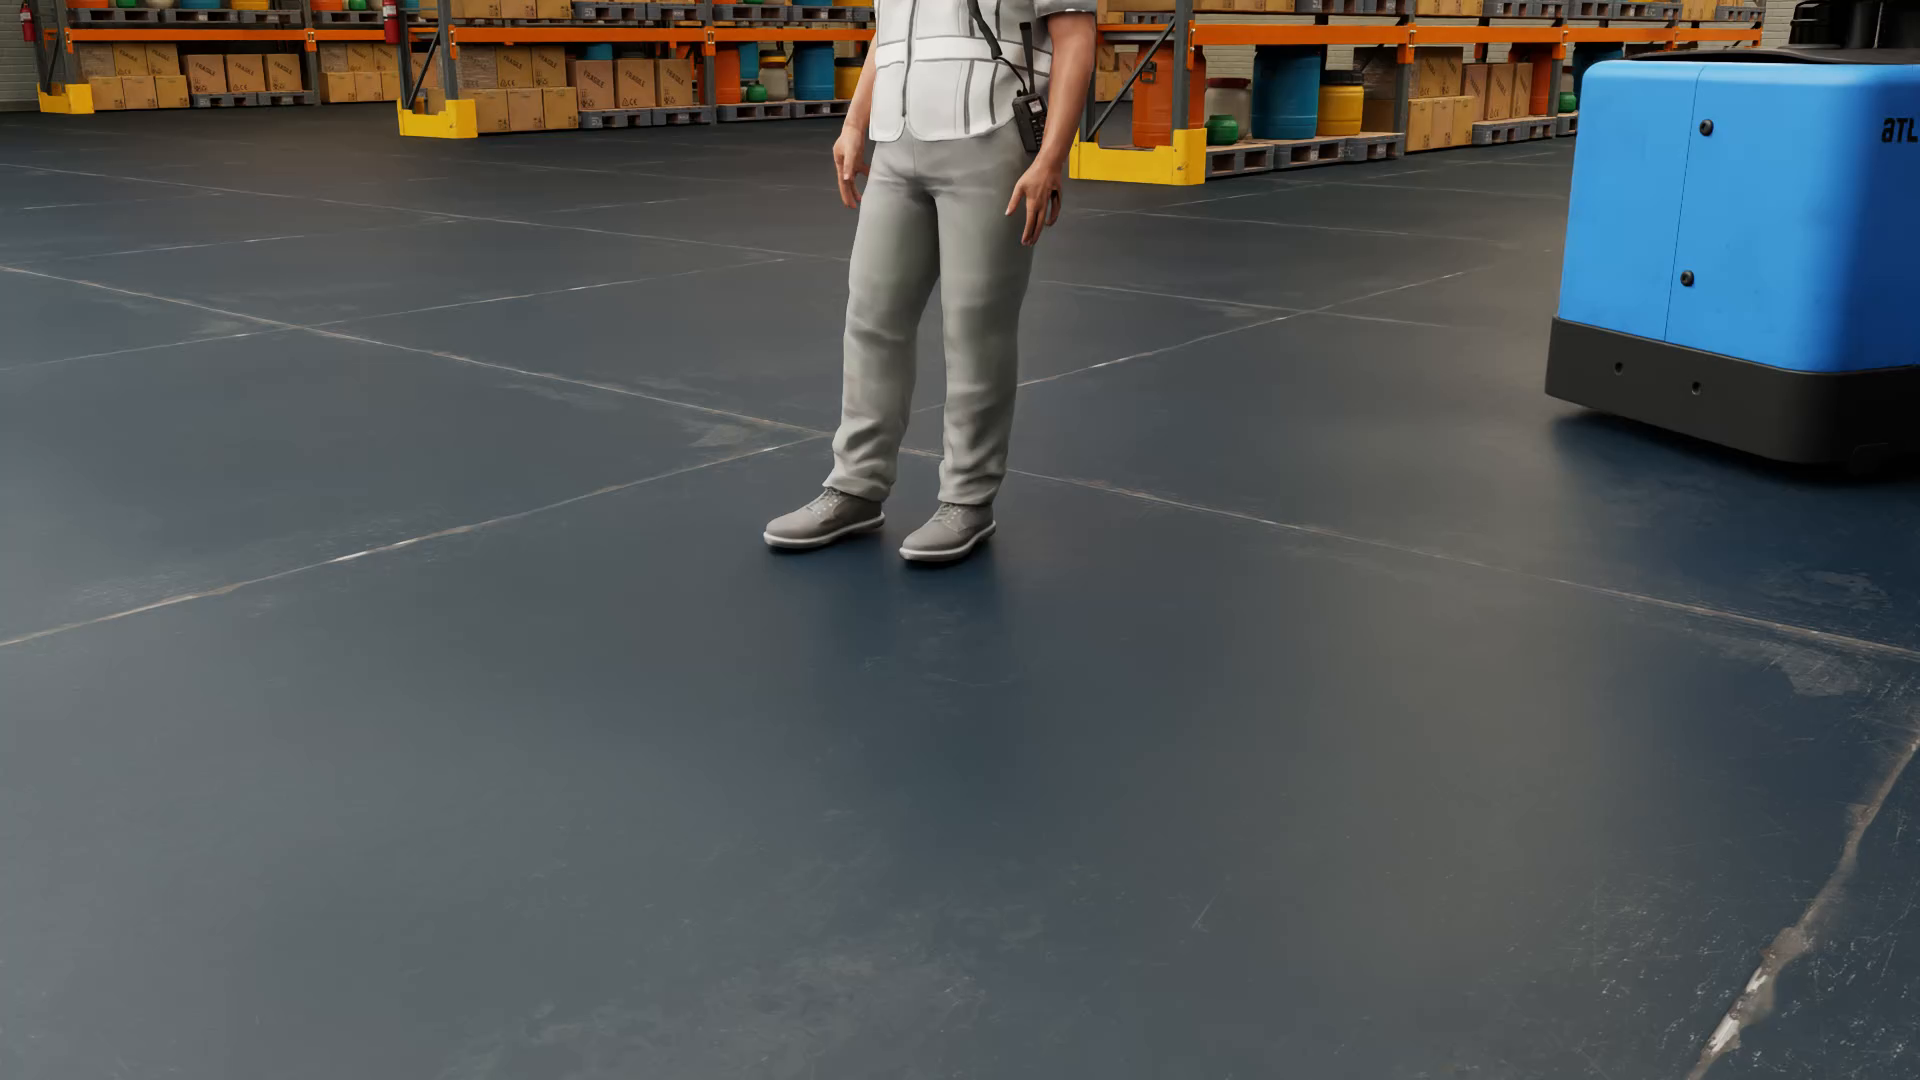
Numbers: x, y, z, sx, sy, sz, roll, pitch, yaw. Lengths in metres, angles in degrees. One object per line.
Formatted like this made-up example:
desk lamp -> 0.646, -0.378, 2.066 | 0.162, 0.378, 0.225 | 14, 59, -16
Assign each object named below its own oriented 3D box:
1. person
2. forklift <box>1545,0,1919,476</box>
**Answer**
person -> -0.059, -0.843, 3.632 | 0.640, 1.778, 0.575 | 13, 21, 37
forklift -> 3.402, -1.822, 4.898 | 3.031, 2.935, 1.130 | -6, 18, -20
